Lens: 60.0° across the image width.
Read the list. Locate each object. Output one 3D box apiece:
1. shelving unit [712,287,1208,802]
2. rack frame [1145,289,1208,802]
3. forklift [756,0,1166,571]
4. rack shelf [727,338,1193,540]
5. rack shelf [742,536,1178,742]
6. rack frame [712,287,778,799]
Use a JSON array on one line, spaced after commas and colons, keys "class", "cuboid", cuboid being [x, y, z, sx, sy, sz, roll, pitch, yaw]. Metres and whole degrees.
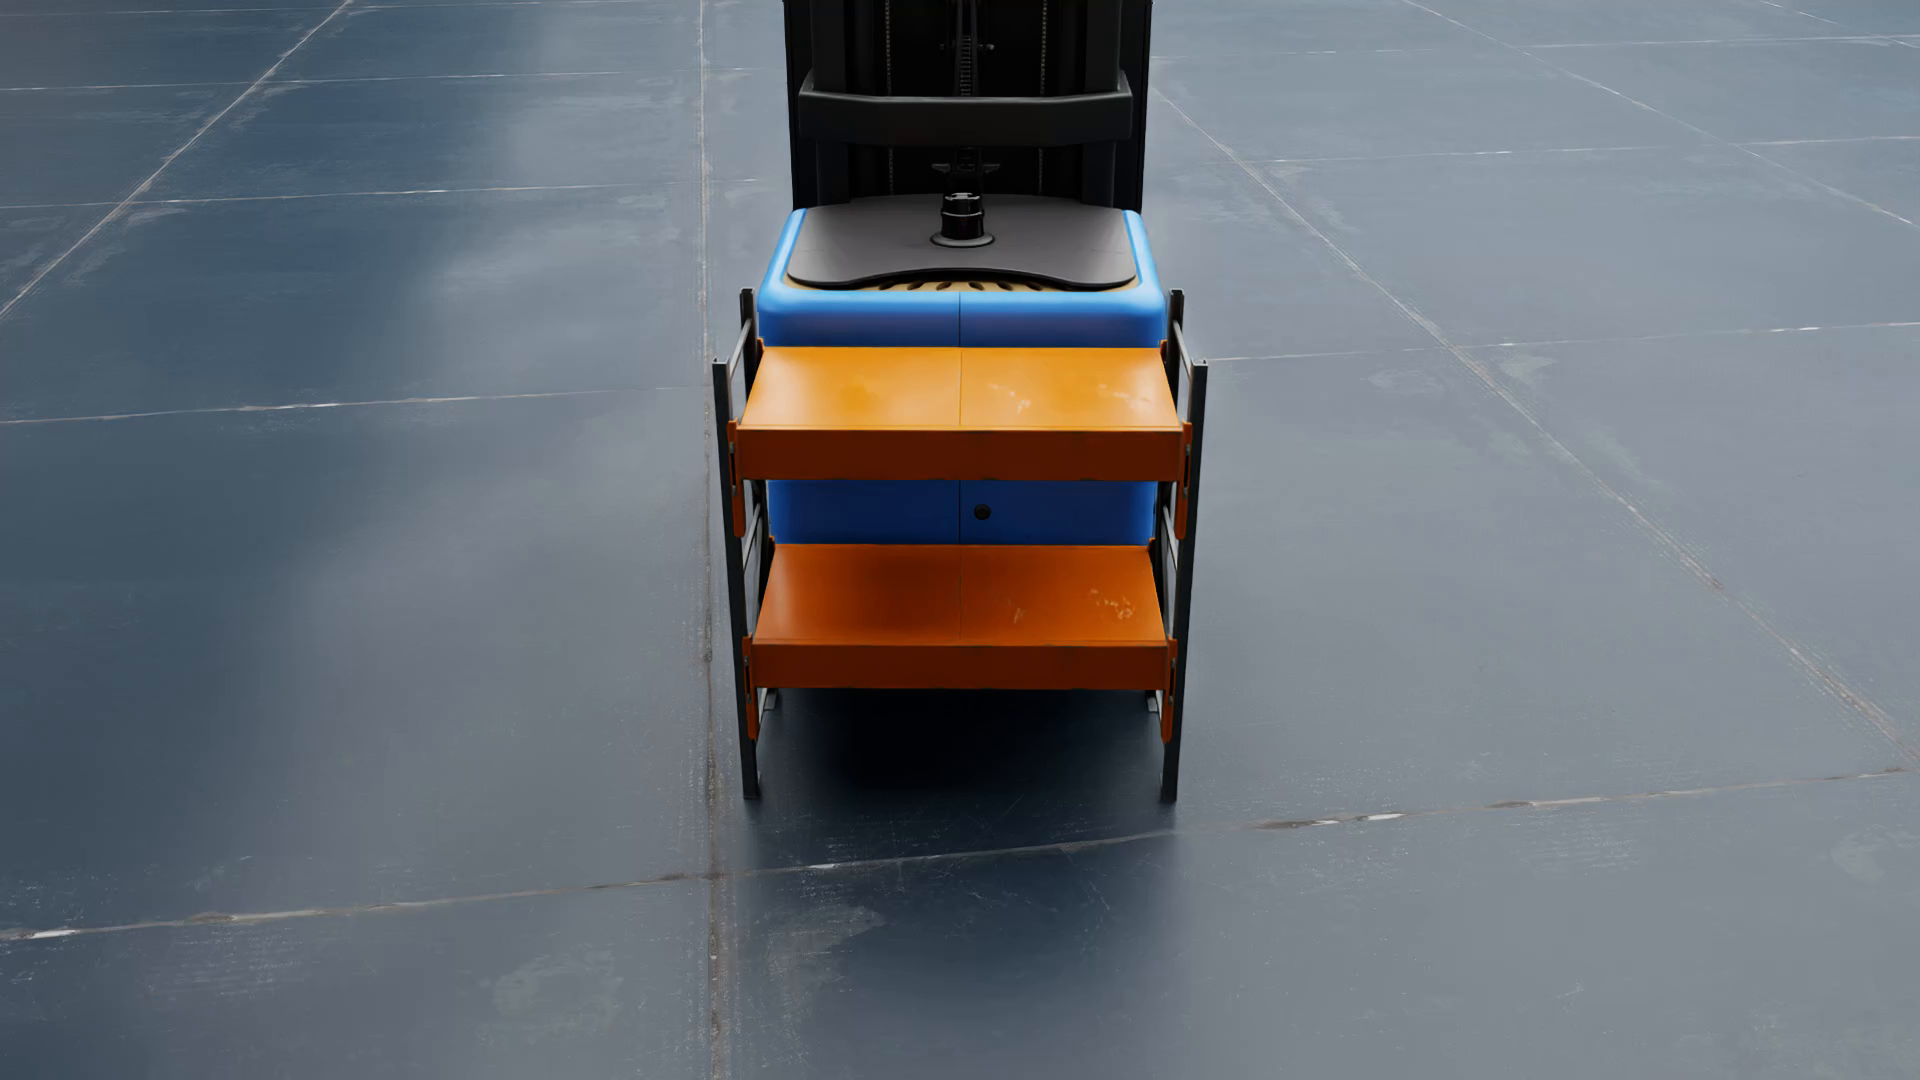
[{"class": "shelving unit", "cuboid": [0.002, 0.016, 3.986, 1.048, 1.125, 0.538, 0, 27, 1]}, {"class": "rack frame", "cuboid": [0.510, 0.018, 3.981, 0.032, 1.125, 0.500, 0, 27, 1]}, {"class": "forklift", "cuboid": [0.028, -1.619, 5.195, 1.130, 2.935, 3.031, 0, 27, 1]}, {"class": "rack shelf", "cuboid": [0.002, -0.244, 3.852, 1.000, 0.278, 0.538, 0, 27, 1]}, {"class": "rack shelf", "cuboid": [0.002, 0.233, 4.098, 1.000, 0.278, 0.538, 0, 27, 1]}, {"class": "rack frame", "cuboid": [-0.507, 0.013, 3.990, 0.032, 1.125, 0.500, 0, 27, 1]}]
